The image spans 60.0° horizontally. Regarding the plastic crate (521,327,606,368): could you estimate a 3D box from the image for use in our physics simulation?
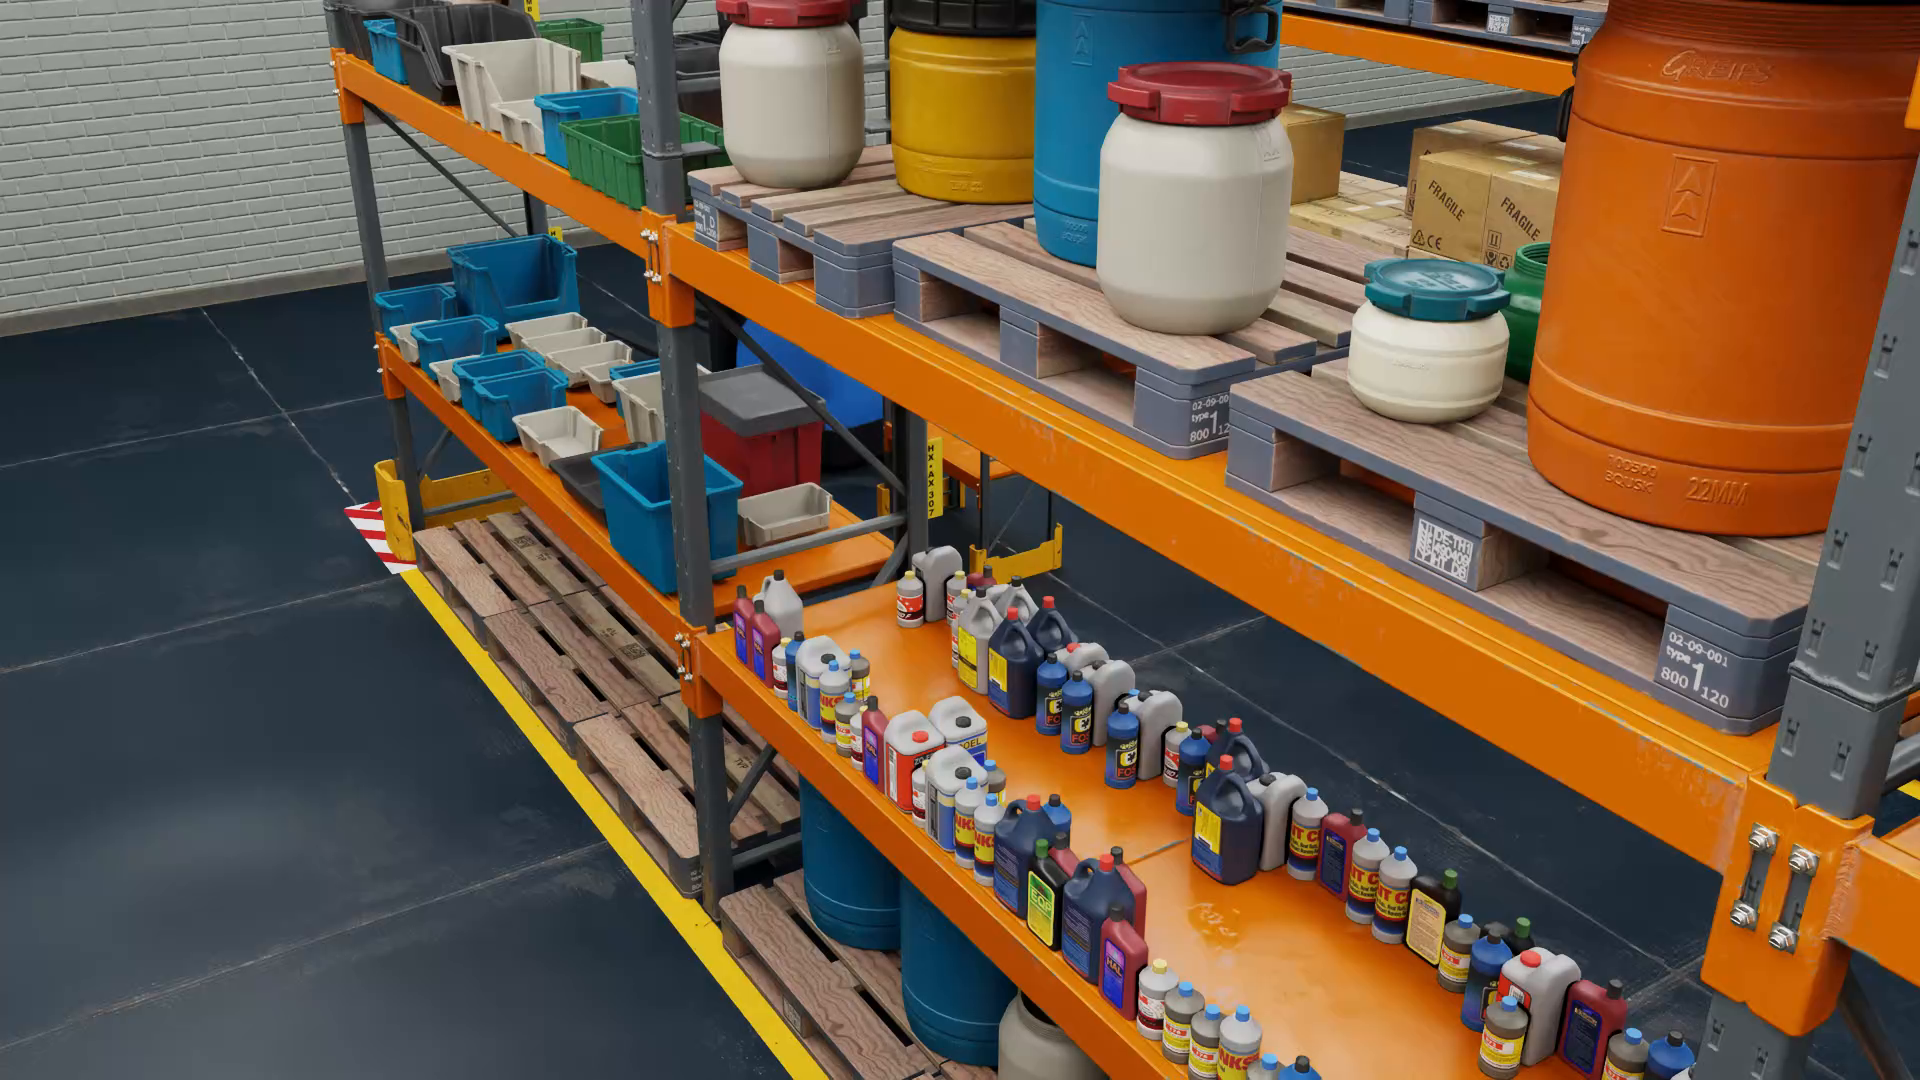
[{"bbox_3d":[-2.013,-0.964,8.516,0.396,0.136,0.243,-16,29,-30],"label":"plastic crate"}]

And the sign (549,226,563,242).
[{"bbox_3d":[-2.304,-1.620,9.477,0.100,0.325,0.005,-16,29,-30],"label":"sign"}]

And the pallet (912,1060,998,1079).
[{"bbox_3d":[0.484,2.002,5.262,1.003,0.211,1.213,-16,29,-30],"label":"pallet"}]

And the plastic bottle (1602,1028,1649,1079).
[{"bbox_3d":[1.552,1.226,3.872,0.097,0.201,0.097,0,25,0],"label":"plastic bottle"}]

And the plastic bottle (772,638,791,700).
[{"bbox_3d":[-0.579,0.424,5.572,0.097,0.201,0.097,0,25,0],"label":"plastic bottle"}]

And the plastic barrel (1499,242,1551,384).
[{"bbox_3d":[1.225,-0.460,3.386,0.294,0.245,0.294,0,25,0],"label":"plastic barrel"}]

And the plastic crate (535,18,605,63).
[{"bbox_3d":[-1.978,-2.387,8.026,0.450,0.188,0.336,-16,29,-30],"label":"plastic crate"}]

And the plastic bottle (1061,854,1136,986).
[{"bbox_3d":[0.357,0.951,4.280,0.144,0.351,0.185,-16,29,-30],"label":"plastic bottle"}]

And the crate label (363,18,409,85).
[{"bbox_3d":[-2.523,-2.296,7.761,0.408,0.251,0.502,-16,29,-30],"label":"crate label"}]

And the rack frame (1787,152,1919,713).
[{"bbox_3d":[1.611,-1.264,1.886,1.000,3.000,0.127,-16,29,-30],"label":"rack frame"}]

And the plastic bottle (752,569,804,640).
[{"bbox_3d":[-0.630,0.257,5.750,0.144,0.351,0.185,-16,29,-30],"label":"plastic bottle"}]

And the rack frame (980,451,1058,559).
[{"bbox_3d":[0.324,-0.466,8.980,0.500,1.500,0.032,-16,29,-30],"label":"rack frame"}]

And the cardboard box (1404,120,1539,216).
[{"bbox_3d":[2.980,-2.135,9.709,0.500,0.500,0.500,-17,30,-31],"label":"cardboard box"}]

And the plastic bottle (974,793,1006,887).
[{"bbox_3d":[0.087,0.828,4.634,0.097,0.271,0.097,0,25,0],"label":"plastic bottle"}]

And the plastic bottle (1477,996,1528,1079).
[{"bbox_3d":[1.299,1.179,3.971,0.097,0.201,0.097,0,25,0],"label":"plastic bottle"}]

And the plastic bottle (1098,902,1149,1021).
[{"bbox_3d":[0.409,1.048,4.153,0.061,0.283,0.133,-16,29,-30],"label":"plastic bottle"}]

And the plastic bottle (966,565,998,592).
[{"bbox_3d":[0.078,0.209,5.930,0.061,0.283,0.133,-16,29,-30],"label":"plastic bottle"}]

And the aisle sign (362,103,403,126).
[{"bbox_3d":[-3.044,-2.544,8.581,0.394,0.787,0.004,-16,29,-30],"label":"aisle sign"}]

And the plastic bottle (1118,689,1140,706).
[{"bbox_3d":[0.548,0.568,5.265,0.097,0.201,0.097,0,25,0],"label":"plastic bottle"}]

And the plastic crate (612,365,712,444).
[{"bbox_3d":[-1.252,-0.544,7.458,0.437,0.282,0.530,-16,29,-30],"label":"plastic crate"}]

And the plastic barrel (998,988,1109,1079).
[{"bbox_3d":[0.330,1.628,5.210,0.421,0.512,0.421,0,25,0],"label":"plastic barrel"}]

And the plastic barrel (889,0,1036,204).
[{"bbox_3d":[0.096,-1.334,4.836,0.600,0.588,0.600,0,25,0],"label":"plastic barrel"}]

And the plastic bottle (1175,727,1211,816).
[{"bbox_3d":[0.696,0.681,4.944,0.097,0.271,0.097,0,25,0],"label":"plastic bottle"}]

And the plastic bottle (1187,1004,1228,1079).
[{"bbox_3d":[0.593,1.192,3.945,0.097,0.201,0.097,0,25,0],"label":"plastic bottle"}]

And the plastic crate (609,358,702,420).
[{"bbox_3d":[-1.420,-0.689,7.821,0.416,0.233,0.300,-16,29,-30],"label":"plastic crate"}]

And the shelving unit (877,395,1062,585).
[{"bbox_3d":[0.042,-0.651,9.372,0.587,1.500,1.083,-16,29,-30],"label":"shelving unit"}]

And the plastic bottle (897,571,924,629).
[{"bbox_3d":[-0.181,0.210,6.025,0.097,0.201,0.097,0,25,0],"label":"plastic bottle"}]

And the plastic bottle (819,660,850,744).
[{"bbox_3d":[-0.399,0.510,5.307,0.097,0.271,0.097,0,25,0],"label":"plastic bottle"}]

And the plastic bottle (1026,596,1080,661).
[{"bbox_3d":[0.304,0.359,5.533,0.144,0.351,0.185,-16,29,-30],"label":"plastic bottle"}]

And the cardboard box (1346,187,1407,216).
[{"bbox_3d":[2.723,-1.973,10.243,0.500,0.250,0.500,-15,29,-29],"label":"cardboard box"}]

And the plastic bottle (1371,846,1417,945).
[{"bbox_3d":[1.154,0.934,4.409,0.097,0.271,0.097,0,25,0],"label":"plastic bottle"}]

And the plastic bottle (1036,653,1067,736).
[{"bbox_3d":[0.294,0.489,5.351,0.097,0.271,0.097,0,25,0],"label":"plastic bottle"}]

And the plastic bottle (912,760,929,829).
[{"bbox_3d":[-0.093,0.742,4.898,0.097,0.201,0.097,0,25,0],"label":"plastic bottle"}]

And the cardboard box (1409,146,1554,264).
[{"bbox_3d":[2.832,-1.824,9.049,0.500,0.500,0.500,-15,29,-29],"label":"cardboard box"}]

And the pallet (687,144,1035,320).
[{"bbox_3d":[-0.063,-0.995,5.052,1.213,0.211,1.003,-16,29,-30],"label":"pallet"}]

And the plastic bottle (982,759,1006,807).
[{"bbox_3d":[0.087,0.741,4.899,0.097,0.201,0.097,0,25,0],"label":"plastic bottle"}]

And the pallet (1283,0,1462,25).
[{"bbox_3d":[2.478,-3.183,9.569,1.003,0.211,1.213,-16,29,-30],"label":"pallet"}]

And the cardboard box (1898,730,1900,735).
[{"bbox_3d":[4.432,0.179,7.855,1.225,0.875,0.875,-17,30,-31],"label":"cardboard box"}]

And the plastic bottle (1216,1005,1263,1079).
[{"bbox_3d":[0.647,1.195,3.856,0.097,0.271,0.097,0,25,0],"label":"plastic bottle"}]

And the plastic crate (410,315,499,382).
[{"bbox_3d":[-2.538,-0.963,8.402,0.416,0.233,0.300,-16,29,-30],"label":"plastic crate"}]

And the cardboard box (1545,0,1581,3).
[{"bbox_3d":[3.100,-3.039,8.433,0.700,0.500,0.500,-18,30,-33],"label":"cardboard box"}]

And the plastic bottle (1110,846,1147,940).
[{"bbox_3d":[0.429,0.948,4.365,0.061,0.283,0.133,-16,29,-30],"label":"plastic bottle"}]

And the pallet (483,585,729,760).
[{"bbox_3d":[-1.677,0.589,8.256,1.003,0.211,1.213,-16,29,-30],"label":"pallet"}]

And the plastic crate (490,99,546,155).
[{"bbox_3d":[-1.586,-1.585,6.389,0.293,0.136,0.466,-16,29,-30],"label":"plastic crate"}]

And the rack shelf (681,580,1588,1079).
[{"bbox_3d":[0.519,1.059,4.835,1.077,0.370,4.000,-16,29,-30],"label":"rack shelf"}]

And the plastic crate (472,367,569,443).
[{"bbox_3d":[-2.015,-0.620,7.676,0.416,0.233,0.300,-16,29,-30],"label":"plastic crate"}]

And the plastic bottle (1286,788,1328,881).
[{"bbox_3d":[0.975,0.816,4.658,0.097,0.271,0.097,0,25,0],"label":"plastic bottle"}]

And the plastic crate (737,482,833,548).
[{"bbox_3d":[-0.707,-0.089,6.664,0.396,0.136,0.243,-16,29,-30],"label":"plastic crate"}]

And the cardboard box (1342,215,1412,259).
[{"bbox_3d":[2.553,-1.666,9.593,0.500,0.250,0.500,-15,29,-29],"label":"cardboard box"}]

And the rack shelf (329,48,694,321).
[{"bbox_3d":[-1.664,-1.728,7.226,1.077,0.370,4.000,-16,29,-30],"label":"rack shelf"}]

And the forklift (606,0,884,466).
[{"bbox_3d":[-1.419,-2.336,11.265,1.130,2.935,3.031,-21,33,-38],"label":"forklift"}]

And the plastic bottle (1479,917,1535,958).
[{"bbox_3d":[1.358,1.048,4.153,0.061,0.283,0.133,-16,29,-30],"label":"plastic bottle"}]

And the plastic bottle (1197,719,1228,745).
[{"bbox_3d":[0.753,0.651,4.994,0.061,0.283,0.133,-16,29,-30],"label":"plastic bottle"}]

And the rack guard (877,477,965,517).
[{"bbox_3d":[-0.230,-0.264,10.016,0.587,0.250,0.087,-16,29,-30],"label":"rack guard"}]

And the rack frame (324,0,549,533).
[{"bbox_3d":[-2.756,-1.412,9.228,1.000,3.000,0.127,-16,29,-30],"label":"rack frame"}]
